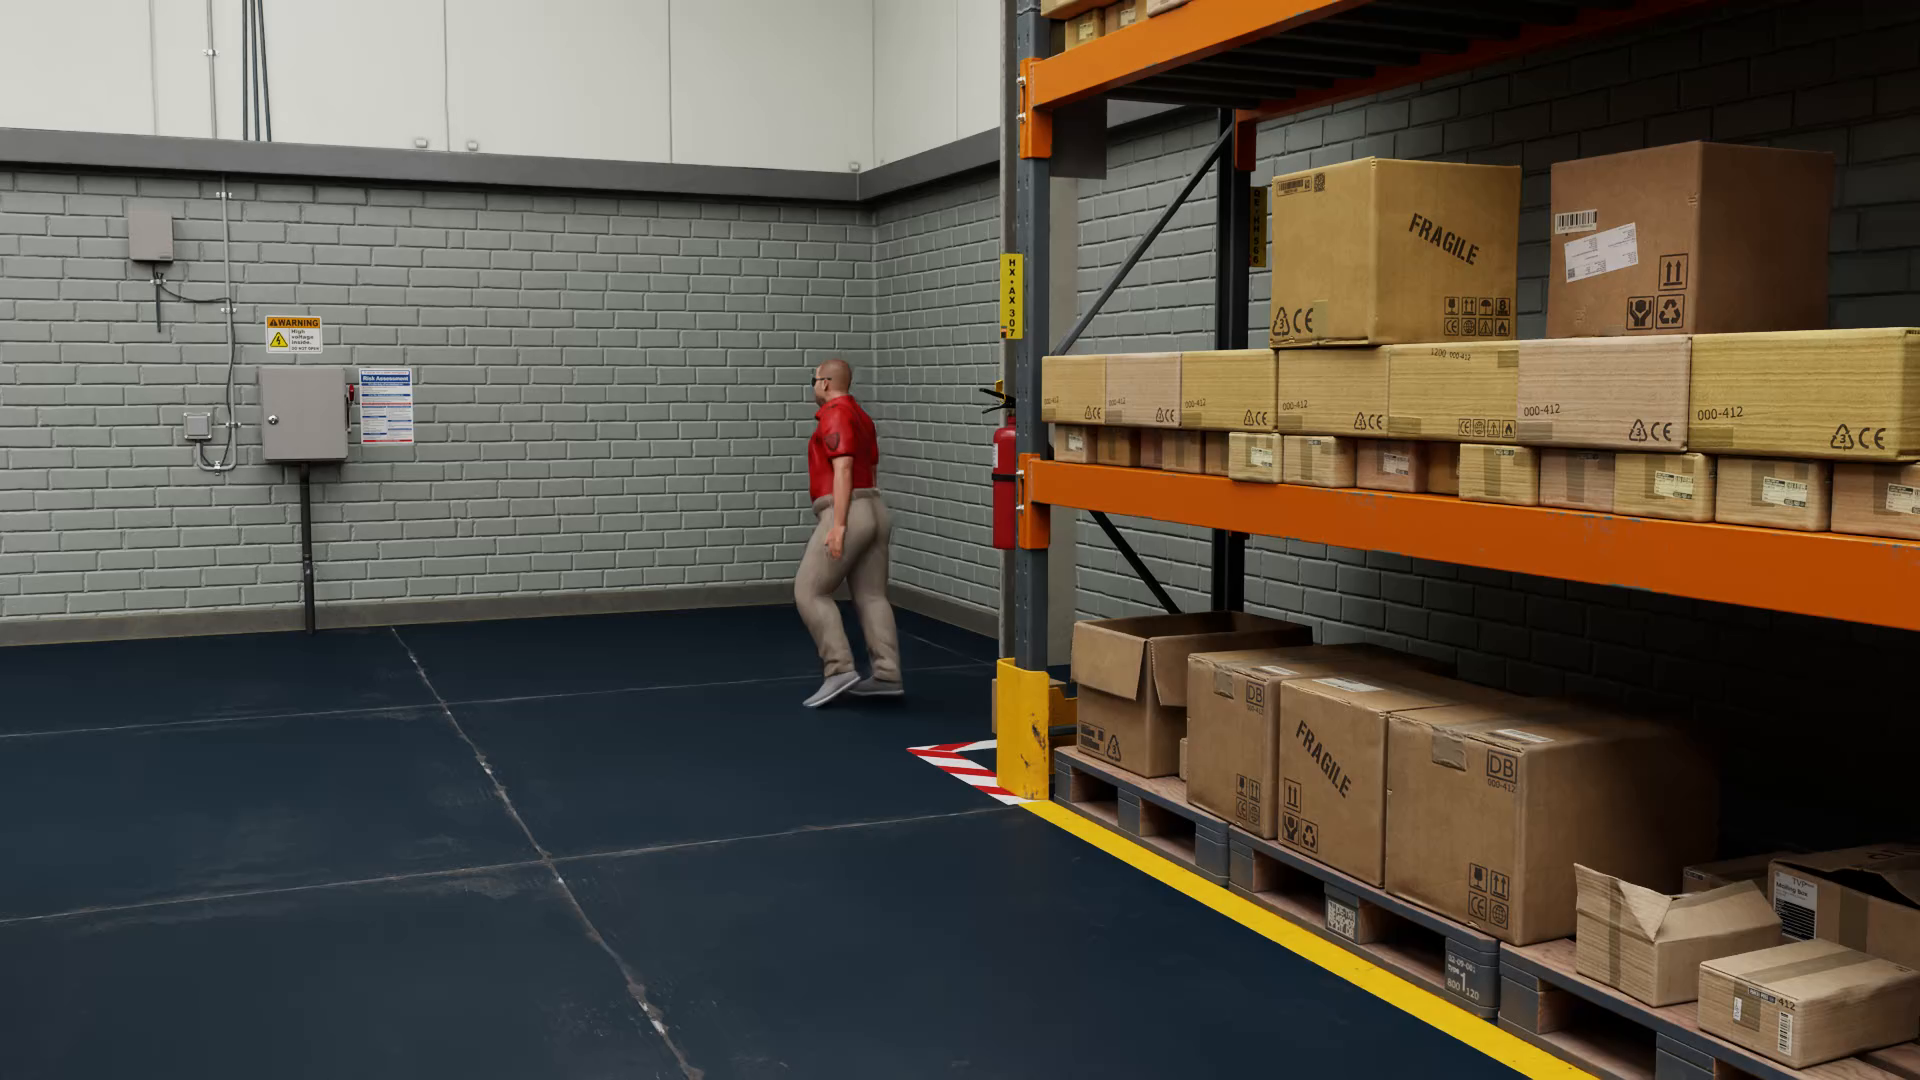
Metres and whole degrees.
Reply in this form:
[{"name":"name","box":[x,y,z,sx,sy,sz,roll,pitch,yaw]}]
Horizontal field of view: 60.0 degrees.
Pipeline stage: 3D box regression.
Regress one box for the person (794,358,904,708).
[{"name":"person","box":[-0.529,-0.034,8.360,0.515,1.753,0.600,2,6,22]}]
